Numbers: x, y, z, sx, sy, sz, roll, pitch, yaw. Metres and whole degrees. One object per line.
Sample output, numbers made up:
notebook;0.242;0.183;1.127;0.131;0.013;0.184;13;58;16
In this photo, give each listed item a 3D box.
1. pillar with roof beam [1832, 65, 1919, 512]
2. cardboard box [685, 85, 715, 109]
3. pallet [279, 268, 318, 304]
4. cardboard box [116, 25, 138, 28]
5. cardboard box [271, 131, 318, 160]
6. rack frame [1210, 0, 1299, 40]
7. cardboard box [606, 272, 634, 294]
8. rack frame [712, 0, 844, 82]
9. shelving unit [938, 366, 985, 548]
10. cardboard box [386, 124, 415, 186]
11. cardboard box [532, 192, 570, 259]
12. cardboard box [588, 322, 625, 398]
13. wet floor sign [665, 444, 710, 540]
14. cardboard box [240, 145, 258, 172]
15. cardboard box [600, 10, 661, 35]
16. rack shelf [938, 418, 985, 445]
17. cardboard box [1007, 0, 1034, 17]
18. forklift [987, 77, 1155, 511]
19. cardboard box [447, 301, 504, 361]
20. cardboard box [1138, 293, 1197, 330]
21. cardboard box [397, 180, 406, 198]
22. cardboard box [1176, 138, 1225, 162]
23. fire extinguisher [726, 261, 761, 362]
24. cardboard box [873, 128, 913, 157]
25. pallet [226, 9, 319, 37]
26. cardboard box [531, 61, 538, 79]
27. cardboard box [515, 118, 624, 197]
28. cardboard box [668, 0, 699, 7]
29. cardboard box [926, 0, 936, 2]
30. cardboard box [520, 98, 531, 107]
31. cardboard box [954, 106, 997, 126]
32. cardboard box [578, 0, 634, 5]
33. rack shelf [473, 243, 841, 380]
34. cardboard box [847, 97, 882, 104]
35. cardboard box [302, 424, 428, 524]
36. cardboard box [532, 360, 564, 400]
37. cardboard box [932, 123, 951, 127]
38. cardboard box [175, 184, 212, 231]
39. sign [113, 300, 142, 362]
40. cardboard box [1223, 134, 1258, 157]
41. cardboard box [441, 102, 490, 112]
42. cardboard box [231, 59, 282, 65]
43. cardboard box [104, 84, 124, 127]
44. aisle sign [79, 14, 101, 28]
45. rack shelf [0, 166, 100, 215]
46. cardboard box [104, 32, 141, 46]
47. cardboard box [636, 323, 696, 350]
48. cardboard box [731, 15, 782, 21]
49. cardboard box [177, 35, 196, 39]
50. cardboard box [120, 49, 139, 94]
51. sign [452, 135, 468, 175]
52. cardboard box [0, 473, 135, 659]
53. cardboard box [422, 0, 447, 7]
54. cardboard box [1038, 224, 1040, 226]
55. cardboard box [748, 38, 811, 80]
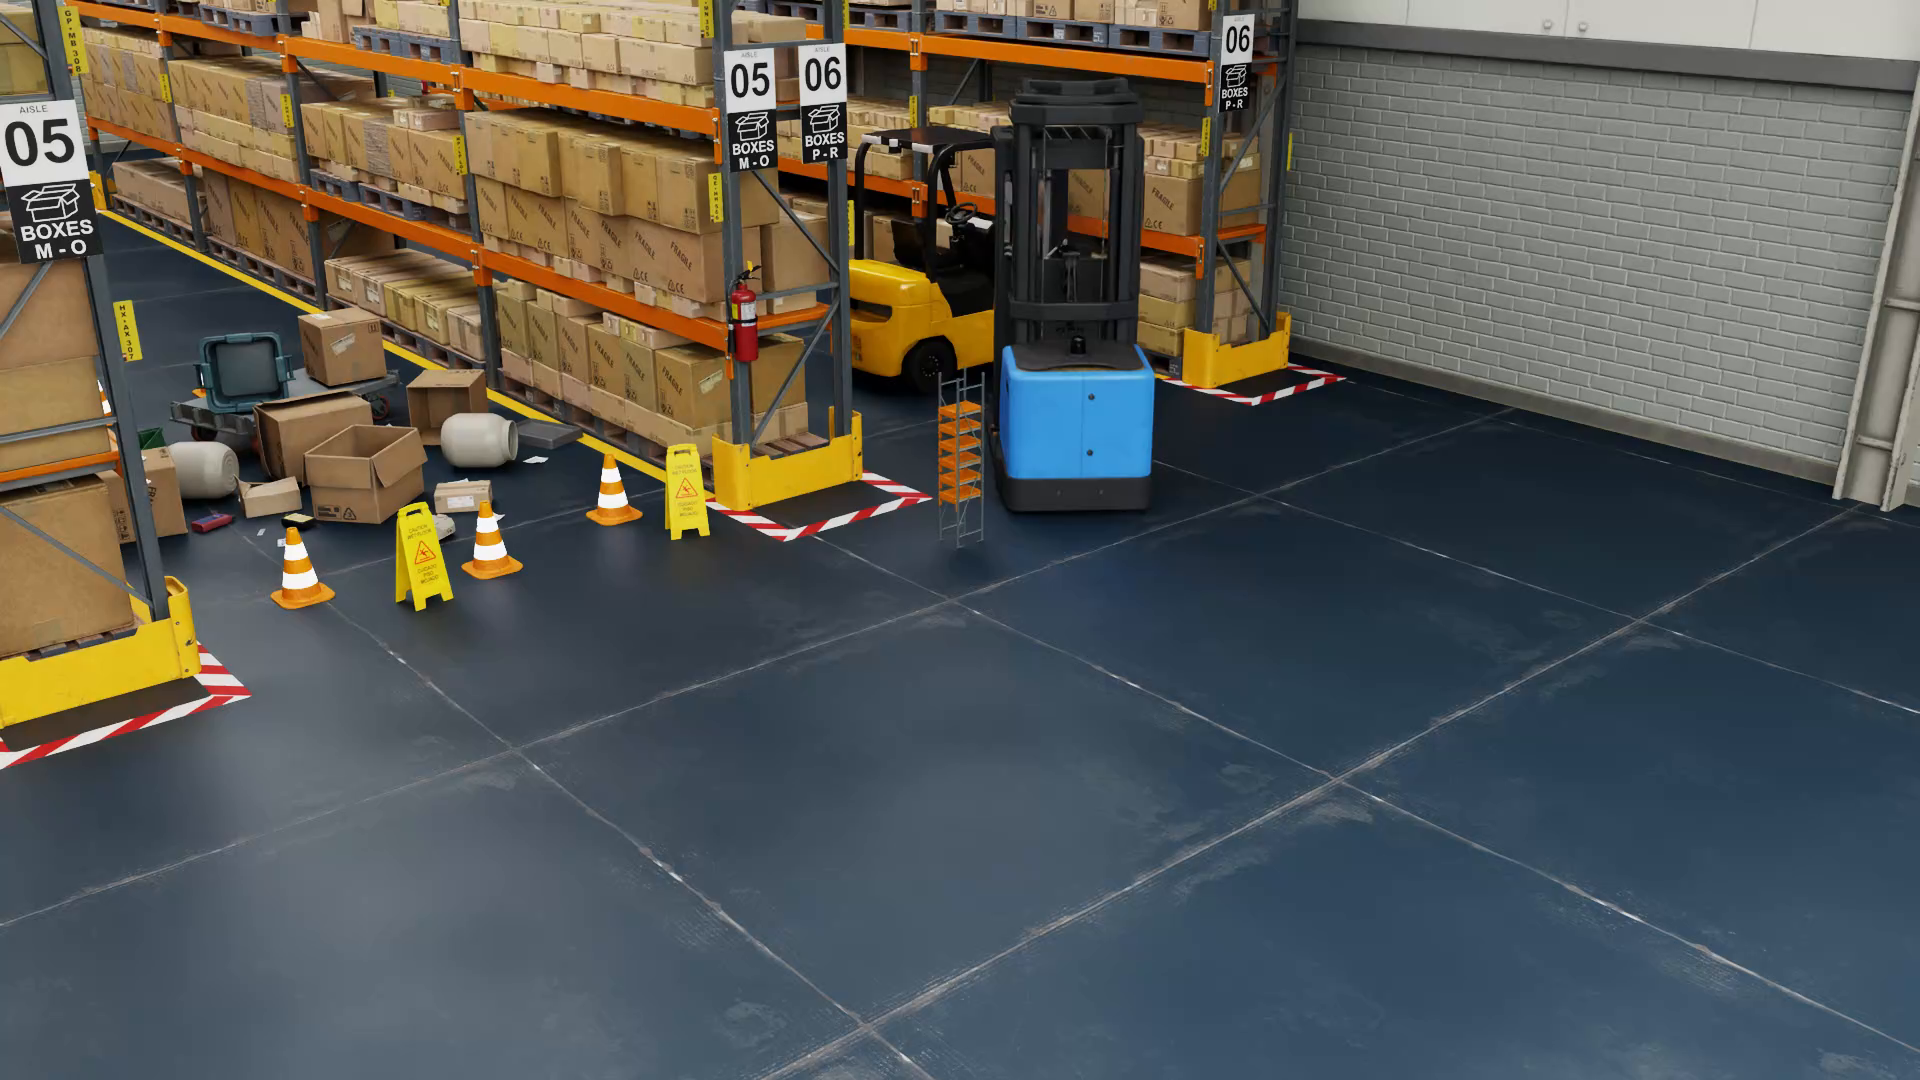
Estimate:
pillar with roof beam;3.421;-3.460;7.978;9.100;9.000;0.400;-17;27;-37
cardboard box;-1.665;-3.071;11.443;0.380;0.149;0.250;-17;27;-37
pallet;-6.900;-2.907;18.616;1.003;0.211;1.213;-17;27;-37
cardboard box;-11.279;-6.942;22.698;0.380;0.149;0.250;-17;27;-37
cardboard box;-6.951;-4.206;17.629;0.500;0.250;0.500;-18;27;-38
rack frame;2.537;-5.735;13.788;1.000;3.000;0.127;-17;27;-37
cardboard box;-2.515;-2.031;12.902;0.380;0.149;0.250;-18;28;-38
rack frame;-1.221;-4.553;10.768;1.000;3.000;0.127;-17;27;-37
shelving unit;0.009;-0.555;11.255;0.258;1.200;0.189;-17;27;-37
cardboard box;-4.964;-3.599;15.438;0.500;0.500;0.500;-16;27;-36
cardboard box;-3.092;-2.586;13.430;0.500;0.500;0.500;-18;28;-38
cardboard box;-2.608;-1.467;13.284;0.500;0.500;0.500;-18;28;-39
wet floor sign;-1.907;-0.356;11.507;0.267;0.644;0.232;-8;23;-19
cardboard box;-7.631;-4.258;18.448;0.500;0.250;0.500;-18;28;-38
cardboard box;-2.416;-3.810;12.237;0.380;0.149;0.250;-18;28;-39
rack shelf;0.009;-0.737;11.184;0.258;0.103;0.180;-17;27;-37
cardboard box;0.665;-5.141;15.855;0.396;0.266;0.258;-18;28;-39
forklift;0.792;-2.060;12.724;1.130;2.935;3.031;-1;21;-2
cardboard box;-4.176;-1.981;15.455;0.950;0.372;0.625;-17;27;-37
cardboard box;1.983;-2.150;15.369;0.500;0.250;0.500;-18;28;-38
cardboard box;-5.032;-3.305;15.577;0.380;0.149;0.250;-17;27;-37
cardboard box;2.144;-3.478;14.816;0.380;0.149;0.250;-17;27;-37
fire extinguisher;-1.495;-1.582;11.516;0.296;0.674;0.183;-17;27;-37
cardboard box;-0.588;-4.285;17.831;0.500;0.250;0.500;-18;28;-39
pallet;-6.903;-5.443;17.415;1.213;0.211;1.003;-16;26;-35
cardboard box;-3.140;-3.717;13.092;0.380;0.149;0.250;-19;28;-39
cardboard box;-3.084;-3.050;13.243;0.700;0.500;0.500;-18;28;-39
cardboard box;-3.204;-6.563;20.220;0.500;0.250;0.500;-19;28;-39
cardboard box;-0.479;-5.850;17.826;0.380;0.149;0.250;-17;27;-37
cardboard box;-6.069;-6.301;23.803;0.380;0.149;0.250;-17;27;-36
cardboard box;0.162;-4.329;16.989;0.380;0.149;0.250;-17;27;-37
cardboard box;-2.861;-4.293;13.469;0.380;0.149;0.250;-16;27;-36
rack shelf;-2.526;-1.977;13.404;1.077;0.370;4.000;-17;27;-37
cardboard box;-1.100;-4.976;19.049;0.380;0.149;0.250;-17;27;-37
cardboard box;-4.285;-0.479;12.018;0.637;0.503;0.797;3;22;9
cardboard box;-3.294;-1.407;14.159;0.500;0.250;0.500;-16;26;-34
cardboard box;-0.065;-4.245;17.182;0.380;0.149;0.250;-18;28;-38
cardboard box;-9.382;-4.276;21.226;0.875;0.438;0.875;-18;28;-38
sign;-4.480;-1.123;8.943;0.100;0.325;0.005;-17;27;-37
cardboard box;2.480;-3.573;15.058;0.380;0.149;0.250;-18;28;-38
cardboard box;-4.658;-4.037;15.667;0.380;0.149;0.250;-16;26;-35
cardboard box;-8.228;-5.382;19.604;0.500;0.500;0.500;-17;27;-36
cardboard box;-10.899;-5.747;21.908;0.500;0.500;0.500;-18;27;-38
aisle sign;-11.931;-7.341;22.549;0.394;0.787;0.004;-17;27;-37
rack shelf;-6.210;-2.167;9.778;1.077;0.370;4.000;-17;27;-37
cardboard box;-10.807;-6.468;21.487;0.380;0.149;0.250;-17;27;-37
cardboard box;-2.232;-1.570;12.657;0.380;0.149;0.250;-16;27;-36
cardboard box;-1.474;-3.623;11.759;0.380;0.149;0.250;-18;27;-38
cardboard box;-9.708;-6.329;21.132;0.380;0.149;0.250;-18;28;-39
cardboard box;-10.235;-5.932;21.008;0.500;0.500;0.500;-17;27;-37
sign;-4.250;-3.270;14.133;0.100;0.325;0.005;-17;27;-37
cardboard box;-5.397;0.069;9.532;0.875;0.875;0.875;-17;27;-37
cardboard box;-4.306;-4.749;14.328;0.500;0.250;0.500;-17;27;-36
cardboard box;0.736;-3.201;17.368;0.500;0.250;0.500;-18;28;-38
cardboard box;-1.347;-3.427;11.805;0.500;0.250;0.500;-18;28;-38
